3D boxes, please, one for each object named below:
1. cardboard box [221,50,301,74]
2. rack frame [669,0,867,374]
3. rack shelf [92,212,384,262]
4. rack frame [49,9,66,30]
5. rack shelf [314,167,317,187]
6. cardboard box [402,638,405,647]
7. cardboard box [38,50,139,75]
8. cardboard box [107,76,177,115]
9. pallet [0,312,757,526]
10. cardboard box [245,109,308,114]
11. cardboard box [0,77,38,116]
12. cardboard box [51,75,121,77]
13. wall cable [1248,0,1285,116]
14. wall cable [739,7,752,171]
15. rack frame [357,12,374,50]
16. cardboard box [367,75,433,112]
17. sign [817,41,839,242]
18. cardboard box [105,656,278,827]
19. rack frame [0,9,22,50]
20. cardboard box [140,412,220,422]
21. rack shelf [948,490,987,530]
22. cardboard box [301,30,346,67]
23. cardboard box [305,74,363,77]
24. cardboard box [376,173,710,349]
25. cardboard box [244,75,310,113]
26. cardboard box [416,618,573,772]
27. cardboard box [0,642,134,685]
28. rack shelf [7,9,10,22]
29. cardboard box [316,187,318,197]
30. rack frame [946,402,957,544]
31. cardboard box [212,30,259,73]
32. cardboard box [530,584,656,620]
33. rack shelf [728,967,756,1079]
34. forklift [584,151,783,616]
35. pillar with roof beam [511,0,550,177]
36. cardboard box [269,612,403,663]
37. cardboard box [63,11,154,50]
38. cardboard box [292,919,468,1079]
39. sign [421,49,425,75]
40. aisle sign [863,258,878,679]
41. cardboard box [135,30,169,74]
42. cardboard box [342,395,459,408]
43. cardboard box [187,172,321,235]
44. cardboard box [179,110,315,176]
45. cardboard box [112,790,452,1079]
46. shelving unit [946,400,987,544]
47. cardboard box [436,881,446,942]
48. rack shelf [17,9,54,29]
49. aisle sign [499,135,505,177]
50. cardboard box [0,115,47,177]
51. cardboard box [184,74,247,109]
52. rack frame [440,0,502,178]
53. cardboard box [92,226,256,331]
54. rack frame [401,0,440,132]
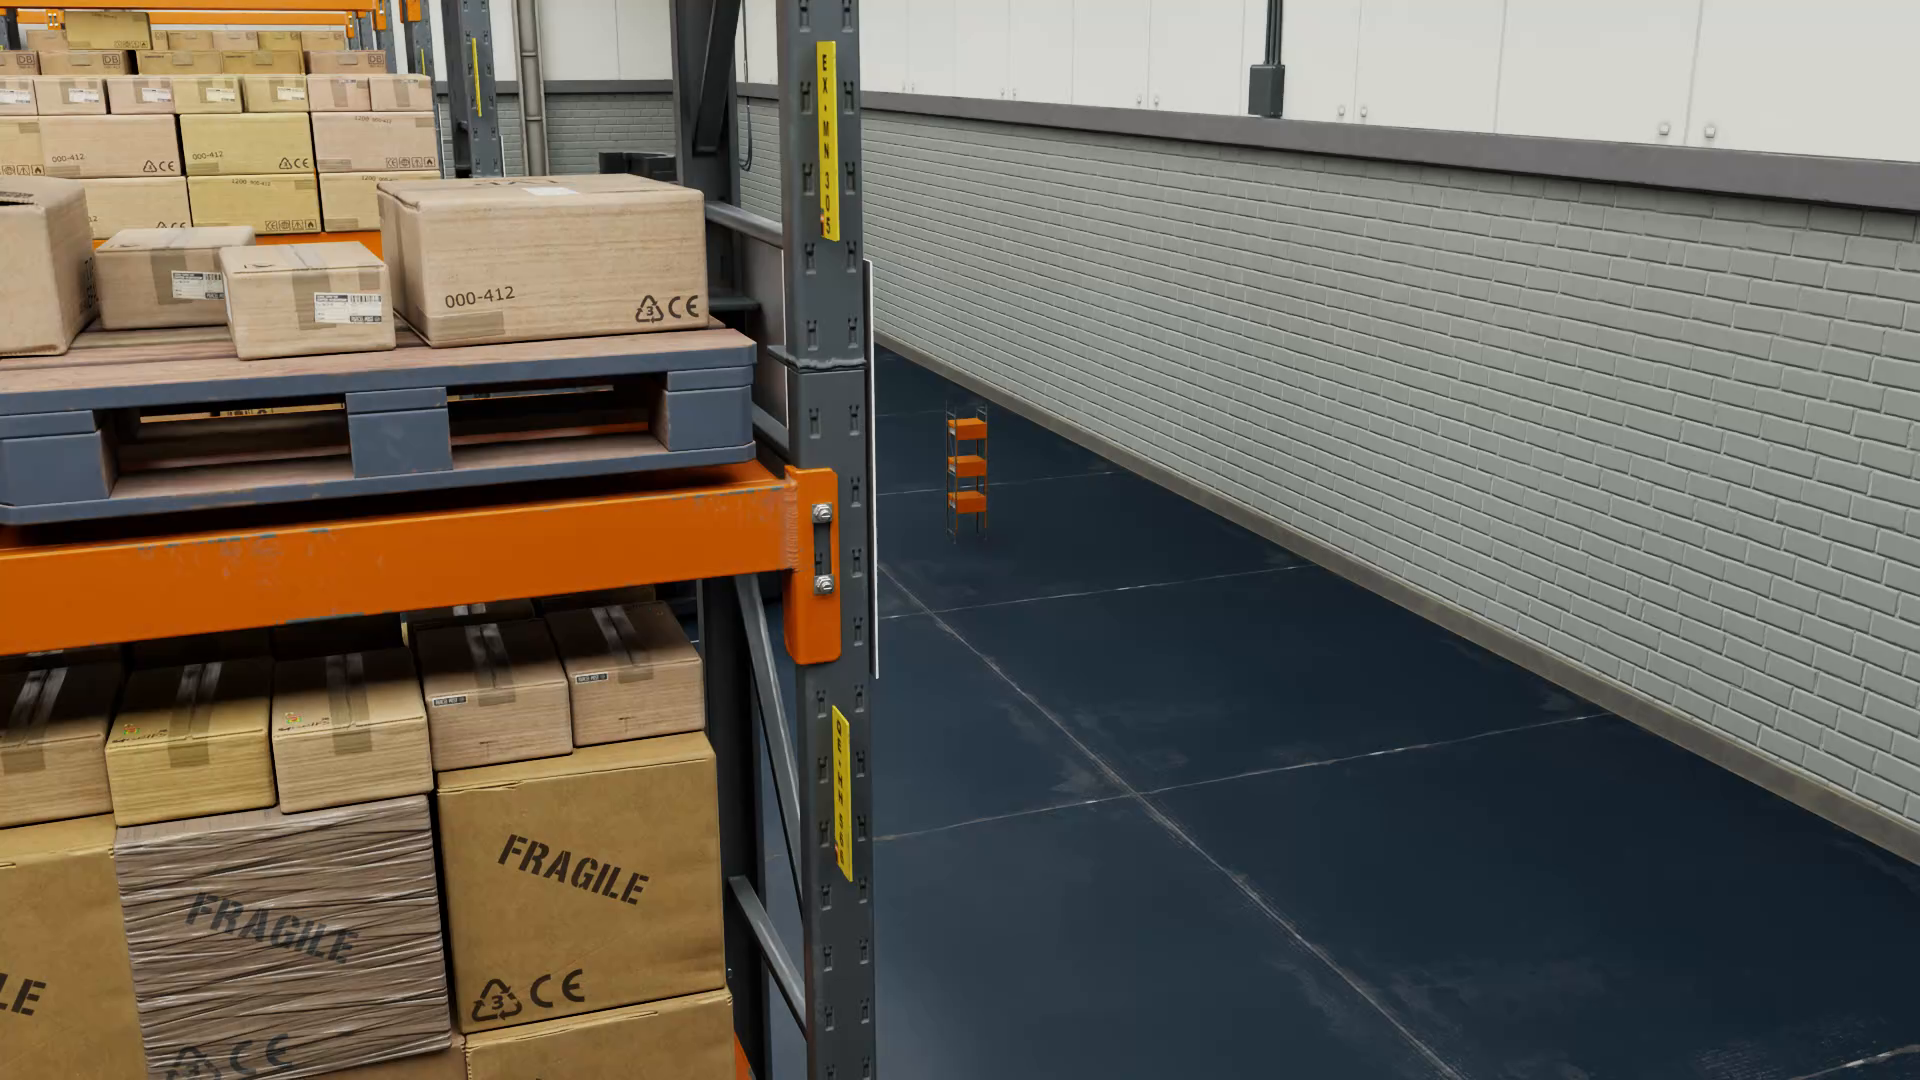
[{"bbox_3d":[-4.987,-3.246,11.903,0.500,0.500,0.700,-7,18,-22],"label":"cardboard box"},{"bbox_3d":[-0.406,-1.872,3.001,0.127,3.000,1.000,-6,17,-20],"label":"rack frame"},{"bbox_3d":[-4.139,-1.178,7.238,4.000,0.370,1.077,-6,17,-20],"label":"rack shelf"},{"bbox_3d":[-13.004,-7.985,23.820,0.127,3.000,1.000,-6,17,-20],"label":"rack frame"},{"bbox_3d":[-5.819,-2.493,11.717,4.000,0.370,1.077,-6,17,-20],"label":"rack shelf"},{"bbox_3d":[-1.436,0.507,3.598,0.500,0.500,0.500,-7,18,-22],"label":"cardboard box"},{"bbox_3d":[-5.935,-3.097,11.397,0.500,0.500,0.700,-5,17,-18],"label":"cardboard box"},{"bbox_3d":[-3.447,-1.883,7.034,0.250,0.149,0.380,-7,18,-21],"label":"cardboard box"},{"bbox_3d":[-1.095,-0.312,3.172,1.213,0.211,1.003,-6,17,-20],"label":"pallet"},{"bbox_3d":[-3.261,-1.864,7.676,0.500,0.250,0.500,-6,18,-21],"label":"cardboard box"},{"bbox_3d":[-3.921,-1.824,6.832,0.250,0.149,0.380,-7,18,-22],"label":"cardboard box"},{"bbox_3d":[-3.890,-2.002,7.440,0.250,0.149,0.380,-6,17,-18],"label":"cardboard box"},{"bbox_3d":[2.562,-5.686,10.279,0.120,5.999,2.277,-6,17,-20],"label":"wall cable"},{"bbox_3d":[-3.860,-7.375,27.253,0.112,2.526,3.097,-6,17,-20],"label":"wall cable"},{"bbox_3d":[-7.493,-7.086,20.756,0.127,3.000,1.000,-6,17,-20],"label":"rack frame"},{"bbox_3d":[-2.477,-1.973,7.341,0.250,0.149,0.380,-6,18,-21],"label":"cardboard box"},{"bbox_3d":[-0.225,-0.675,2.819,0.005,0.325,0.100,-6,17,-20],"label":"sign"},{"bbox_3d":[-1.359,0.351,2.975,0.250,0.149,0.380,-6,17,-19],"label":"cardboard box"},{"bbox_3d":[-11.228,-6.682,19.383,0.127,3.000,1.000,-6,17,-20],"label":"rack frame"},{"bbox_3d":[-3.565,-0.738,7.309,0.500,0.500,0.500,-5,17,-17],"label":"cardboard box"},{"bbox_3d":[0.050,-0.232,12.550,0.240,0.259,0.215,-6,17,-20],"label":"rack shelf"},{"bbox_3d":[-7.967,-6.118,20.833,0.500,0.500,0.700,-6,17,-20],"label":"cardboard box"},{"bbox_3d":[-2.900,-2.090,7.739,0.250,0.149,0.380,-5,17,-18],"label":"cardboard box"},{"bbox_3d":[-0.794,-0.541,3.136,0.500,0.250,0.500,-8,18,-25],"label":"cardboard box"},{"bbox_3d":[-2.981,-1.948,7.255,0.250,0.149,0.380,-7,18,-22],"label":"cardboard box"},{"bbox_3d":[-0.898,0.289,3.188,0.250,0.149,0.380,-6,17,-19],"label":"cardboard box"},{"bbox_3d":[-1.805,0.244,3.341,0.250,0.149,0.380,-6,17,-20],"label":"cardboard box"},{"bbox_3d":[-13.096,-5.944,18.854,4.000,0.370,1.077,-6,17,-20],"label":"rack shelf"},{"bbox_3d":[-8.282,-4.567,20.873,0.500,0.500,0.500,-6,17,-19],"label":"cardboard box"},{"bbox_3d":[-0.064,-0.497,12.427,0.008,1.050,0.200,-6,17,-20],"label":"rack frame"},{"bbox_3d":[-8.893,-6.011,20.470,0.500,0.500,0.700,-6,17,-20],"label":"cardboard box"},{"bbox_3d":[-0.836,0.131,3.726,0.250,0.149,0.380,-6,17,-19],"label":"cardboard box"},{"bbox_3d":[-2.273,1.554,3.261,4.000,0.370,1.077,-6,17,-20],"label":"rack shelf"},{"bbox_3d":[-2.370,-0.933,10.572,3.031,2.935,1.130,-11,20,-33],"label":"forklift"},{"bbox_3d":[-5.517,-7.756,23.038,0.400,9.000,9.100,-6,17,-20],"label":"pillar with roof beam"},{"bbox_3d":[-1.339,0.172,3.585,0.250,0.149,0.380,-6,17,-18],"label":"cardboard box"},{"bbox_3d":[-5.842,-3.496,11.425,0.500,0.250,0.500,-7,18,-22],"label":"cardboard box"},{"bbox_3d":[-1.236,1.124,3.270,0.500,0.500,0.500,-7,18,-21],"label":"cardboard box"},{"bbox_3d":[-3.771,-3.282,11.698,0.005,0.325,0.100,-6,17,-20],"label":"sign"},{"bbox_3d":[-0.228,-0.166,3.227,0.004,0.787,0.394,-6,17,-20],"label":"aisle sign"},{"bbox_3d":[-9.805,-5.895,20.074,0.500,0.500,0.700,-6,17,-20],"label":"cardboard box"},{"bbox_3d":[-2.610,-0.844,7.669,0.500,0.500,0.500,-7,18,-21],"label":"cardboard box"},{"bbox_3d":[-3.075,-1.484,7.270,0.500,0.250,0.500,-6,17,-20],"label":"cardboard box"},{"bbox_3d":[-3.087,-1.727,7.211,0.500,0.250,0.500,-7,18,-22],"label":"cardboard box"},{"bbox_3d":[-1.248,0.651,3.106,0.500,0.500,0.500,-6,17,-20],"label":"cardboard box"},{"bbox_3d":[0.050,-0.509,12.469,0.252,1.050,0.215,-6,17,-20],"label":"shelving unit"},{"bbox_3d":[-1.419,0.990,3.726,0.500,0.500,0.500,-6,18,-21],"label":"cardboard box"},{"bbox_3d":[-14.872,-7.247,23.291,4.000,0.370,1.077,-6,17,-20],"label":"rack shelf"},{"bbox_3d":[-2.096,-1.461,7.636,0.004,0.787,0.394,-6,17,-20],"label":"aisle sign"},{"bbox_3d":[-4.042,-1.628,6.875,0.500,0.250,0.500,-7,18,-22],"label":"cardboard box"},{"bbox_3d":[-3.407,-2.058,7.629,0.250,0.149,0.380,-6,17,-19],"label":"cardboard box"},{"bbox_3d":[-2.271,-3.164,7.401,0.127,3.000,1.000,-6,17,-20],"label":"rack frame"},{"bbox_3d":[-1.504,-0.512,3.218,0.250,0.149,0.380,-5,17,-18],"label":"cardboard box"},{"bbox_3d":[-3.952,-4.479,11.880,0.127,3.000,1.000,-6,17,-20],"label":"rack frame"}]
